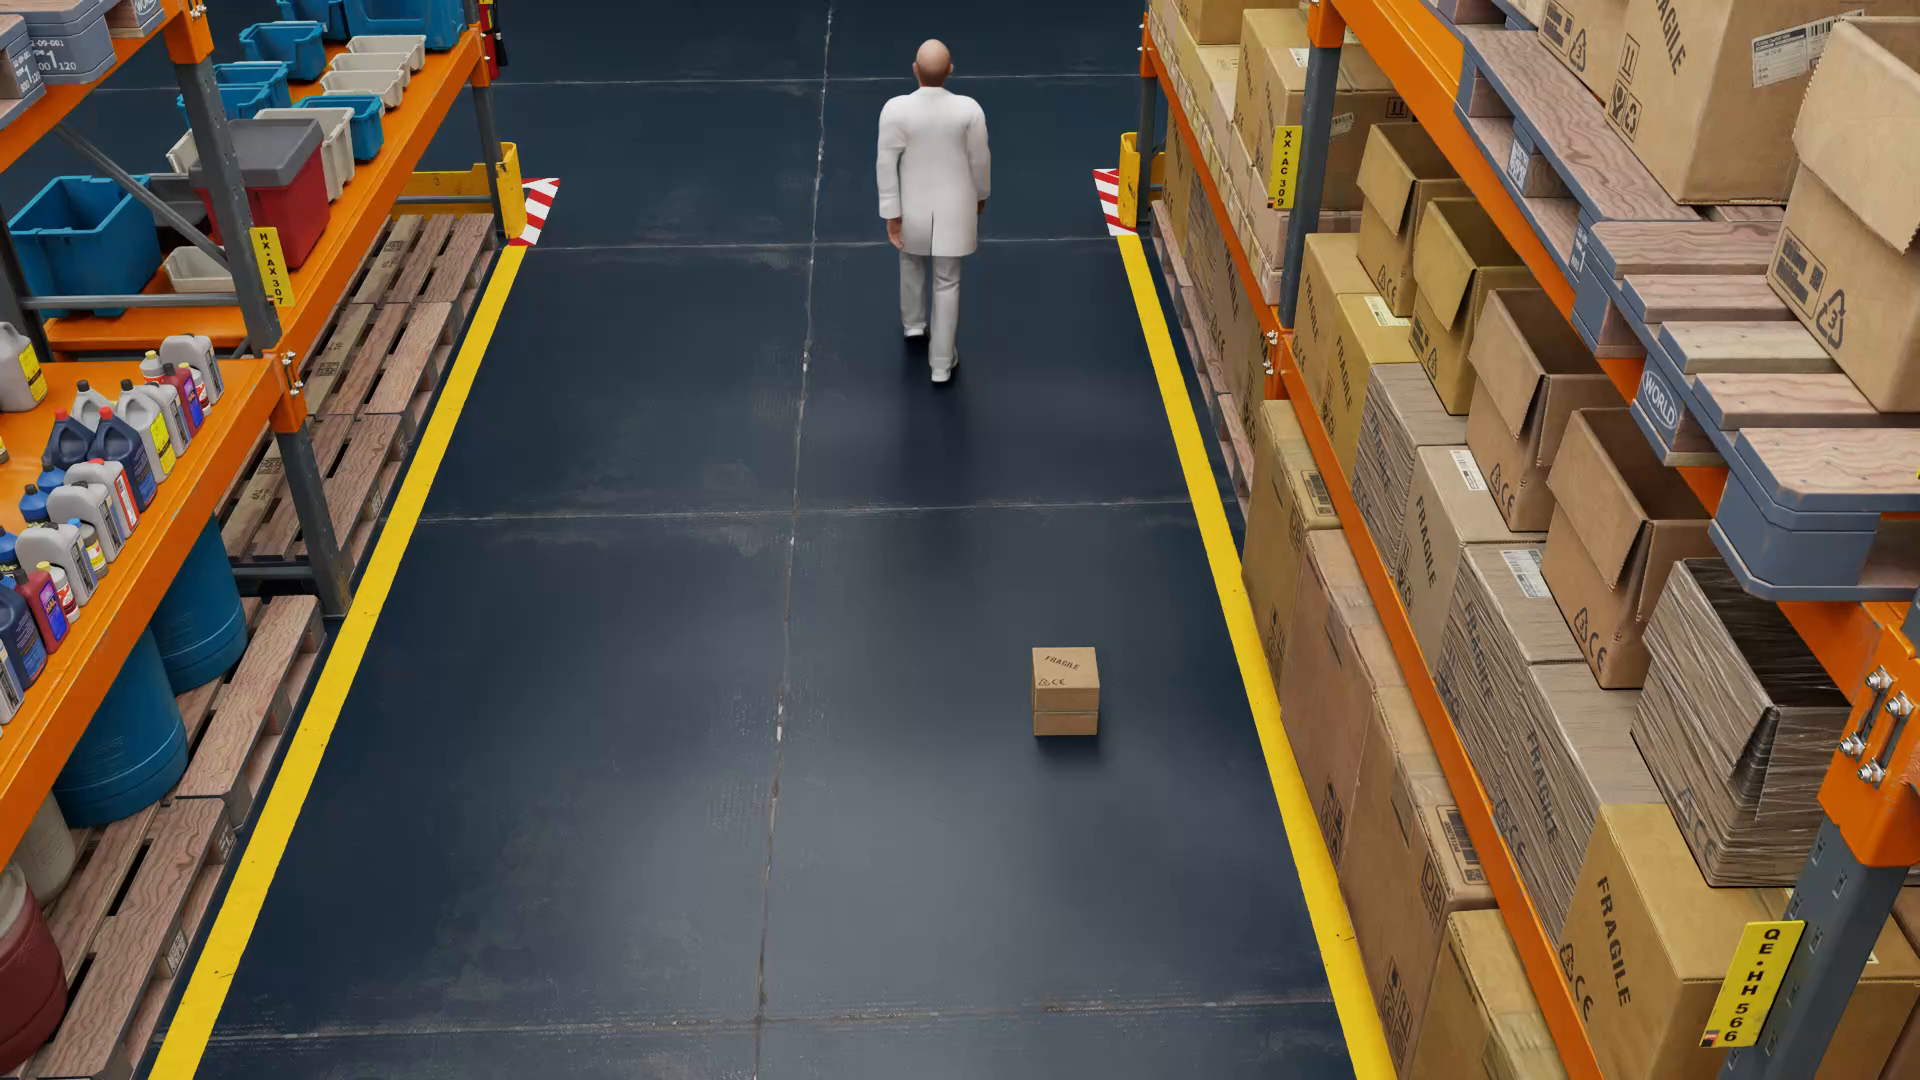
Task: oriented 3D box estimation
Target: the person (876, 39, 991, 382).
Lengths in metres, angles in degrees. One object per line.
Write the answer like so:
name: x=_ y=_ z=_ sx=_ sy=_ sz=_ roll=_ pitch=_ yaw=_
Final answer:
person: x=-0.125 y=-1.749 z=8.673 sx=0.573 sy=1.800 sz=0.798 roll=2 pitch=35 yaw=3
